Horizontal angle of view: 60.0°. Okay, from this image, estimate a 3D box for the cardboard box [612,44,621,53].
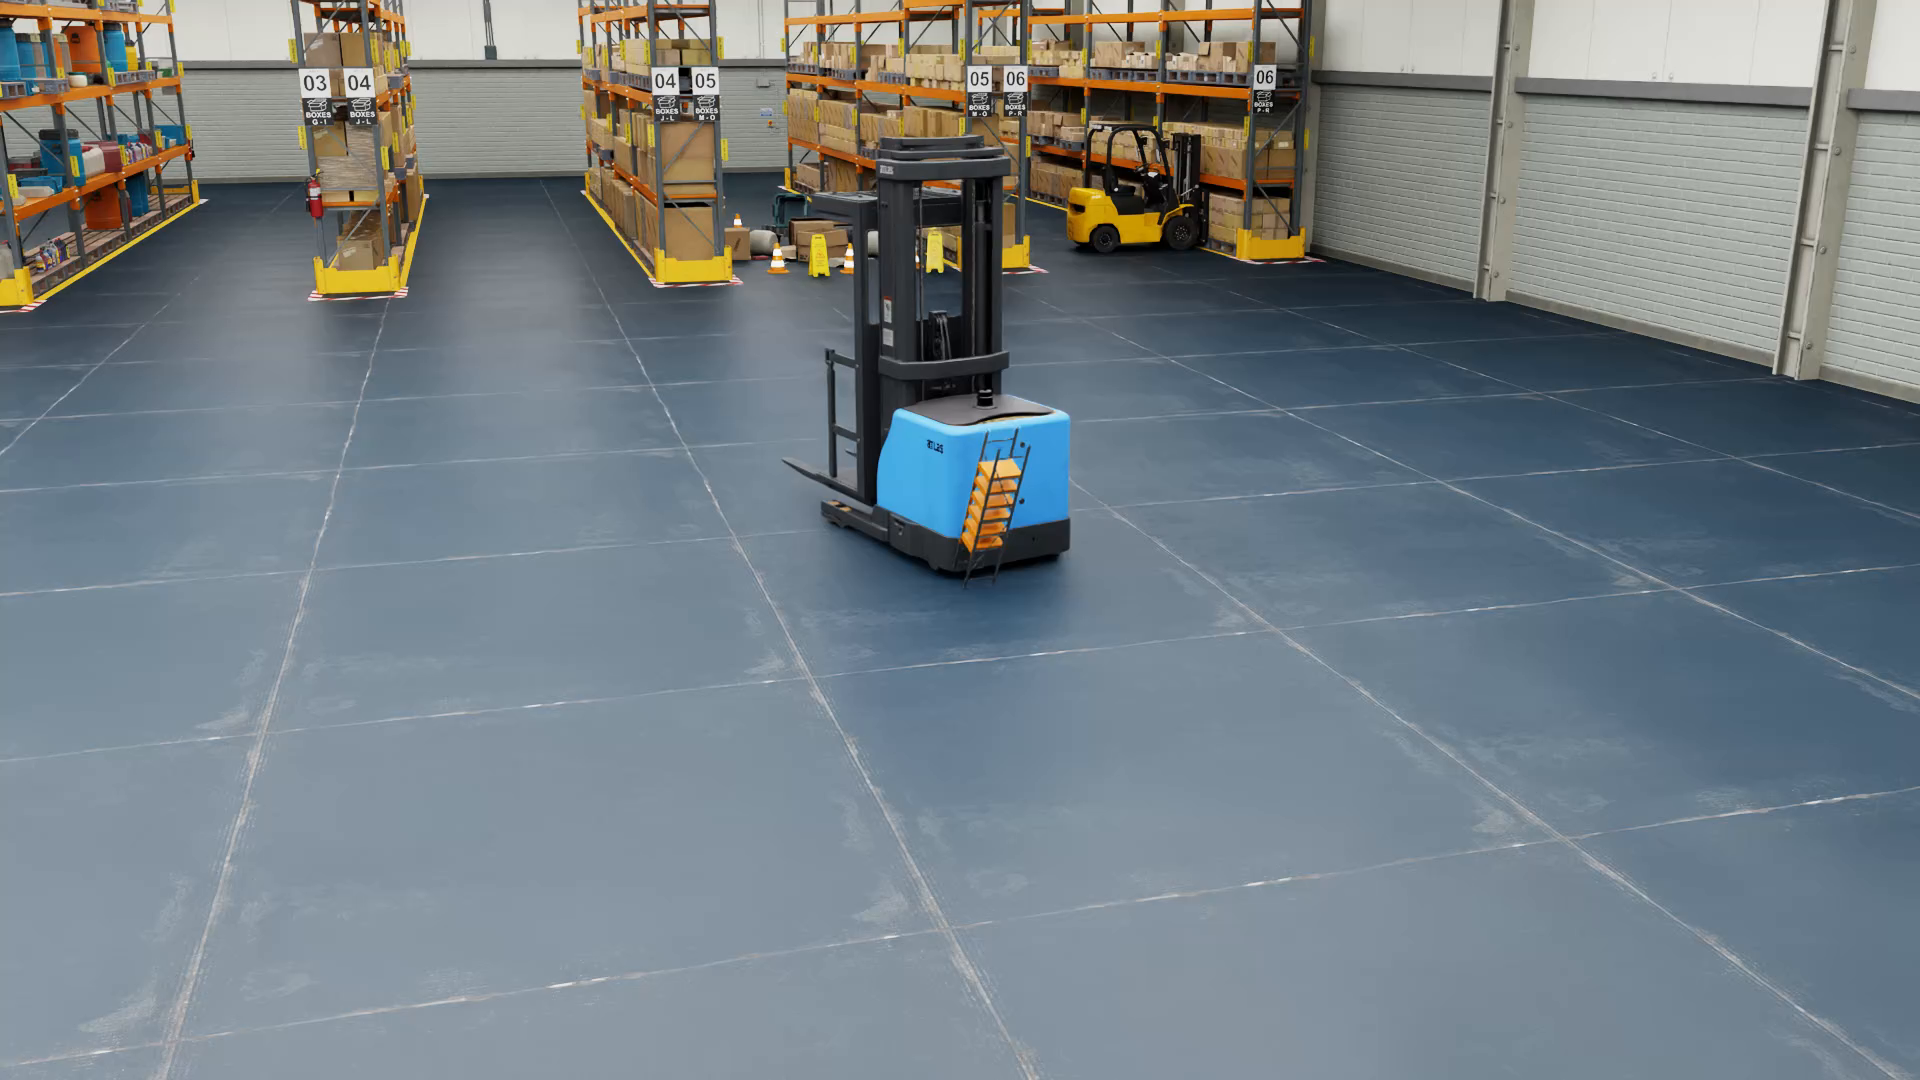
[{"bbox_3d":[-6.717,-9.661,32.683,0.396,0.266,0.258,-5,17,-15],"label":"cardboard box"}]

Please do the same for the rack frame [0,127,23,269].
[{"bbox_3d":[-13.717,-4.750,23.052,1.000,3.000,0.127,-5,17,-15],"label":"rack frame"}]

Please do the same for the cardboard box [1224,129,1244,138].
[{"bbox_3d":[4.852,-7.113,29.099,0.380,0.149,0.250,-5,17,-15],"label":"cardboard box"}]

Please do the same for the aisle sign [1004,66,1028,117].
[{"bbox_3d":[0.889,-7.178,26.615,0.394,0.787,0.004,-5,17,-15],"label":"aisle sign"}]

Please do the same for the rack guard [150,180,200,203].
[{"bbox_3d":[-18.133,-7.984,38.164,1.175,0.500,0.348,-5,17,-15],"label":"rack guard"}]

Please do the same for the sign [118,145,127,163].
[{"bbox_3d":[-15.388,-7.087,30.547,0.100,0.325,0.005,-5,17,-15],"label":"sign"}]

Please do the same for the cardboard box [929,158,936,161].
[{"bbox_3d":[-0.229,-6.663,28.730,0.500,0.500,0.500,-4,17,-15],"label":"cardboard box"}]

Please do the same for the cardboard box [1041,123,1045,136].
[{"bbox_3d":[2.060,-9.360,37.903,0.396,0.266,0.258,-4,17,-13],"label":"cardboard box"}]

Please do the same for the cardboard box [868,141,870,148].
[{"bbox_3d":[-1.638,-7.954,33.425,0.380,0.149,0.250,-6,18,-19],"label":"cardboard box"}]

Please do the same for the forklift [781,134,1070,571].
[{"bbox_3d":[-0.417,-1.556,12.536,1.130,2.935,3.031,-10,20,-31],"label":"forklift"}]

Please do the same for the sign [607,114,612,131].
[{"bbox_3d":[-6.875,-8.190,32.628,0.100,0.325,0.005,-5,17,-15],"label":"sign"}]

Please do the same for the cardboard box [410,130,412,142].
[{"bbox_3d":[-12.261,-8.820,36.346,0.500,0.250,0.500,-5,17,-16],"label":"cardboard box"}]

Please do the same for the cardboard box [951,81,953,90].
[{"bbox_3d":[0.067,-7.461,27.298,0.380,0.149,0.250,-4,17,-14],"label":"cardboard box"}]

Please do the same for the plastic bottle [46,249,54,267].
[{"bbox_3d":[-14.093,-4.359,25.727,0.097,0.271,0.097,0,17,0],"label":"plastic bottle"}]

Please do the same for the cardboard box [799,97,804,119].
[{"bbox_3d":[-3.530,-10.300,39.617,0.500,0.500,0.500,-5,17,-15],"label":"cardboard box"}]

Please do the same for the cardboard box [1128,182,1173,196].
[{"bbox_3d":[3.886,-6.848,33.433,0.875,0.625,0.625,-5,17,-16],"label":"cardboard box"}]

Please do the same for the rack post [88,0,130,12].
[{"bbox_3d":[-16.336,-10.154,31.481,0.937,0.300,0.954,-3,17,-9],"label":"rack post"}]

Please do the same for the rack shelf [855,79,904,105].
[{"bbox_3d":[-1.075,-8.677,32.161,1.077,0.370,4.000,-5,17,-15],"label":"rack shelf"}]

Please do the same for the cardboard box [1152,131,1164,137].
[{"bbox_3d":[3.939,-7.861,32.106,0.380,0.149,0.250,-4,17,-13],"label":"cardboard box"}]

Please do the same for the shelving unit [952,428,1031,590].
[{"bbox_3d":[0.201,-0.192,11.057,0.258,1.200,0.189,-8,43,-25],"label":"shelving unit"}]

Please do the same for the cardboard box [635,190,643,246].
[{"bbox_3d":[-5.151,-5.617,28.899,0.875,0.875,0.875,-4,17,-14],"label":"cardboard box"}]

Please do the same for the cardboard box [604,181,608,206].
[{"bbox_3d":[-7.361,-7.458,35.681,0.500,0.500,0.500,-4,17,-13],"label":"cardboard box"}]

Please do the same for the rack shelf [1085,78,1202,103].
[{"bbox_3d":[3.697,-9.071,33.471,1.077,0.370,4.000,-5,17,-15],"label":"rack shelf"}]

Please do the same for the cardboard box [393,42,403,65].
[{"bbox_3d":[-12.676,-10.711,36.605,0.700,0.500,0.500,-4,17,-13],"label":"cardboard box"}]

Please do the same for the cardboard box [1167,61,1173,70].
[{"bbox_3d":[4.077,-8.842,30.994,0.380,0.149,0.250,-4,17,-14],"label":"cardboard box"}]

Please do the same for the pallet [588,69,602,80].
[{"bbox_3d":[-7.100,-9.706,34.663,1.213,0.211,1.003,-5,17,-15],"label":"pallet"}]

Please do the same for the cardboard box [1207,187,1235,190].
[{"bbox_3d":[4.847,-6.388,30.814,0.500,0.250,0.500,-5,17,-15],"label":"cardboard box"}]

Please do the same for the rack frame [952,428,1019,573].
[{"bbox_3d":[0.164,-0.250,11.117,0.240,1.200,0.006,-8,43,-25],"label":"rack frame"}]

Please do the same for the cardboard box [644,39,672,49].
[{"bbox_3d":[-4.577,-7.520,25.204,0.380,0.149,0.250,-5,17,-15],"label":"cardboard box"}]

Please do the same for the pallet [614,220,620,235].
[{"bbox_3d":[-6.212,-6.159,32.590,1.003,0.211,1.213,-5,17,-15],"label":"pallet"}]

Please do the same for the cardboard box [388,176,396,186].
[{"bbox_3d":[-9.466,-5.888,27.275,0.380,0.149,0.250,-5,17,-15],"label":"cardboard box"}]

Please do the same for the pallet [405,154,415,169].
[{"bbox_3d":[-10.855,-7.074,31.122,1.213,0.211,1.003,-5,17,-15],"label":"pallet"}]

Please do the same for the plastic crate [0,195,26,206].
[{"bbox_3d":[-13.653,-4.897,23.999,0.298,0.136,0.250,-5,17,-15],"label":"plastic crate"}]

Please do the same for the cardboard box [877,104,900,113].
[{"bbox_3d":[-1.525,-8.821,34.691,0.500,0.500,0.500,-5,18,-17],"label":"cardboard box"}]

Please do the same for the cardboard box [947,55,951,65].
[{"bbox_3d":[-0.005,-7.980,27.640,0.380,0.149,0.250,-5,17,-15],"label":"cardboard box"}]

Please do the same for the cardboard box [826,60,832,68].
[{"bbox_3d":[-2.713,-10.393,36.299,0.380,0.166,0.250,-6,18,-19],"label":"cardboard box"}]

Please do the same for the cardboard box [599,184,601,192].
[{"bbox_3d":[-7.848,-7.866,37.132,0.380,0.149,0.250,-4,17,-14],"label":"cardboard box"}]

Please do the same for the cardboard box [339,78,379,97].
[{"bbox_3d":[-8.838,-6.660,24.457,0.500,0.250,0.500,-4,17,-14],"label":"cardboard box"}]

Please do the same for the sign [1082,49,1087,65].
[{"bbox_3d":[2.625,-10.174,34.994,0.100,0.325,0.005,-5,17,-15],"label":"sign"}]

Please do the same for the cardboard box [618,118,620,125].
[{"bbox_3d":[-7.349,-9.173,37.084,0.500,0.500,0.500,-5,17,-16],"label":"cardboard box"}]

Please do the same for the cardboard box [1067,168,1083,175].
[{"bbox_3d":[2.604,-8.189,36.987,0.380,0.149,0.250,-4,17,-14],"label":"cardboard box"}]

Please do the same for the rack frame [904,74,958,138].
[{"bbox_3d":[-0.525,-7.032,30.647,1.000,3.000,0.127,-5,17,-15],"label":"rack frame"}]

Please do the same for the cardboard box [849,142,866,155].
[{"bbox_3d":[-2.013,-8.186,34.750,0.500,0.250,0.500,-5,18,-17],"label":"cardboard box"}]

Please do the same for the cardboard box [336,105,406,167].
[{"bbox_3d":[-10.138,-6.968,28.661,1.000,1.000,1.000,-5,17,-15],"label":"cardboard box"}]

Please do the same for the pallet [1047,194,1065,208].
[{"bbox_3d":[2.646,-7.742,37.861,1.003,0.211,1.213,-5,17,-15],"label":"pallet"}]

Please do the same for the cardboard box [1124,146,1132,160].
[{"bbox_3d":[3.606,-7.751,33.301,0.500,0.250,0.500,-5,17,-15],"label":"cardboard box"}]

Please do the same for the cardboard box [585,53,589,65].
[{"bbox_3d":[-8.272,-10.969,37.933,0.500,0.250,0.500,-5,18,-17],"label":"cardboard box"}]

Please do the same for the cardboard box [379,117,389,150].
[{"bbox_3d":[-9.113,-6.262,25.655,0.500,0.500,0.500,-5,17,-15],"label":"cardboard box"}]

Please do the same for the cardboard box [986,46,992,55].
[{"bbox_3d":[0.950,-12.206,41.535,0.500,0.250,0.500,-5,17,-16],"label":"cardboard box"}]

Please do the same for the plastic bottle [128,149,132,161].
[{"bbox_3d":[-16.046,-7.400,32.098,0.097,0.271,0.097,0,17,0],"label":"plastic bottle"}]

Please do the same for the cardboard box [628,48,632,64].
[{"bbox_3d":[-5.252,-8.072,27.736,0.500,0.250,0.500,-5,17,-16],"label":"cardboard box"}]

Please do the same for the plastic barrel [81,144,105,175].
[{"bbox_3d":[-15.427,-6.749,29.512,0.421,0.512,0.421,0,17,0],"label":"plastic barrel"}]

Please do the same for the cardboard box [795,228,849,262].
[{"bbox_3d":[-2.343,-5.015,28.274,0.637,0.503,0.797,11,20,32],"label":"cardboard box"}]
